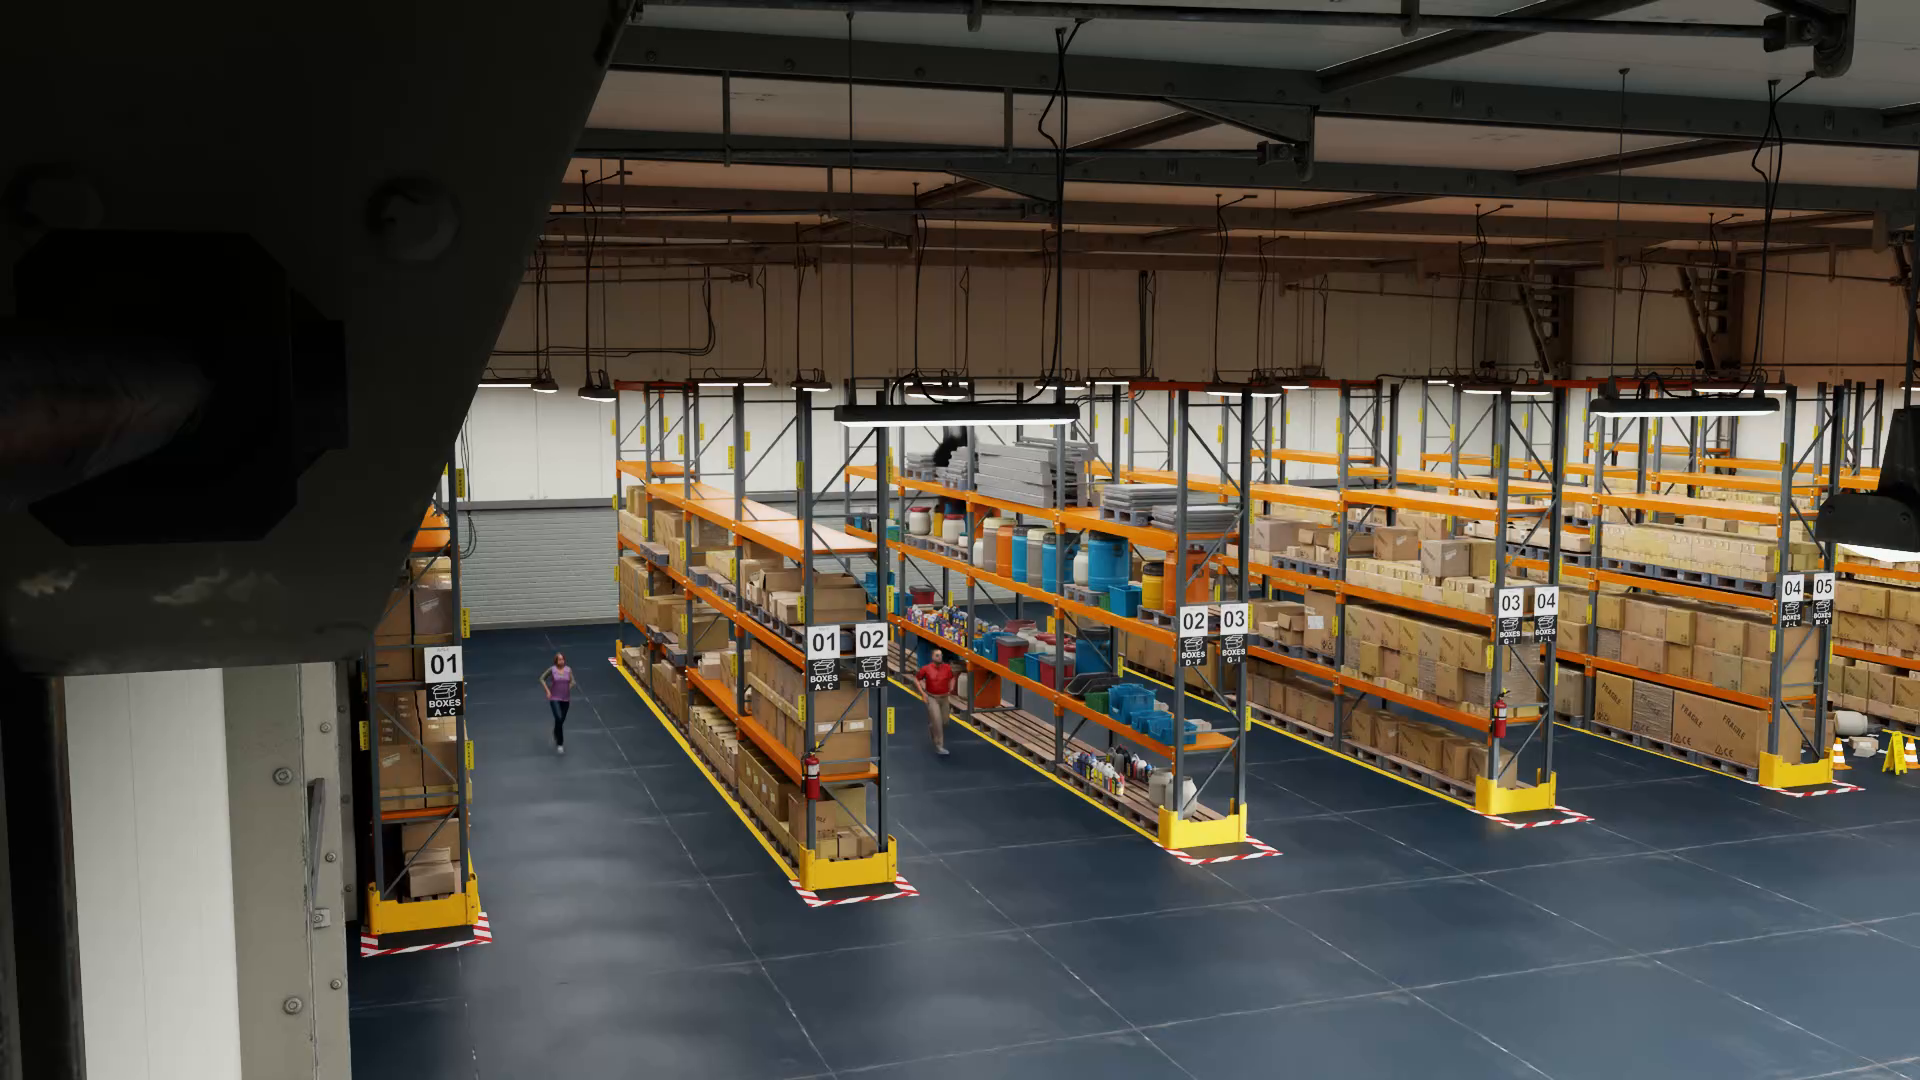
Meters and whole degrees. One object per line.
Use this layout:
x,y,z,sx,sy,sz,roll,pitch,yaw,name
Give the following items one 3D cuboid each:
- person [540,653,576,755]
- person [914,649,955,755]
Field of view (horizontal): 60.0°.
-6.565,2.658,27.266,0.522,1.647,0.736,-4,7,-34,person
-0.391,2.613,27.168,0.666,1.694,0.778,-3,7,-26,person
